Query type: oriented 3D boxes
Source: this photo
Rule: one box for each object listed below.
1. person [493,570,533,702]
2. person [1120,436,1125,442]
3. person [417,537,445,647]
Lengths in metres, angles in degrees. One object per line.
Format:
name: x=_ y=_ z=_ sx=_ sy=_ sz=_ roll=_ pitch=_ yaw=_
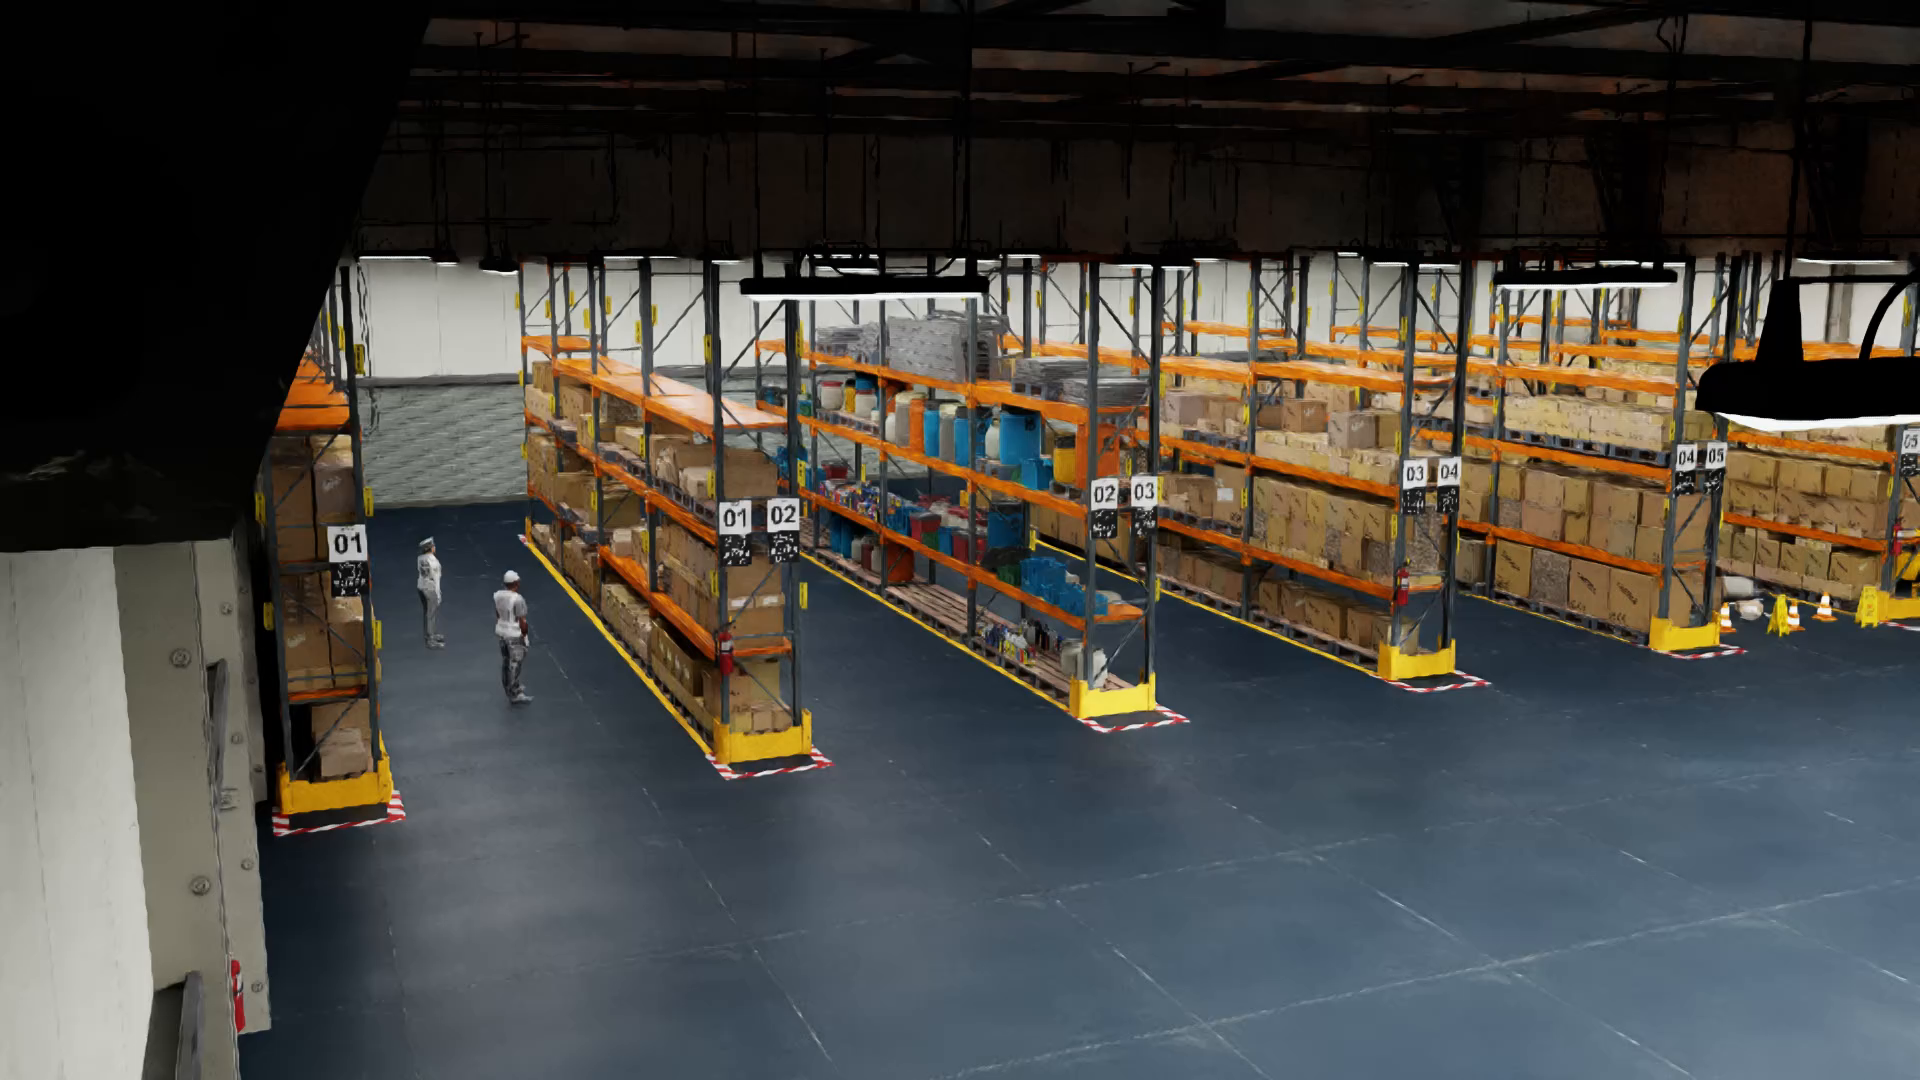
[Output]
person: x=-6.129 y=1.294 z=22.899 sx=0.637 sy=1.789 sz=0.475 roll=8 pitch=13 yaw=38
person: x=3.784 y=-1.983 z=41.122 sx=0.633 sy=1.725 sz=1.044 roll=0 pitch=10 yaw=-1
person: x=-8.232 y=0.797 z=25.944 sx=0.552 sy=1.684 sz=0.433 roll=10 pitch=14 yaw=43
